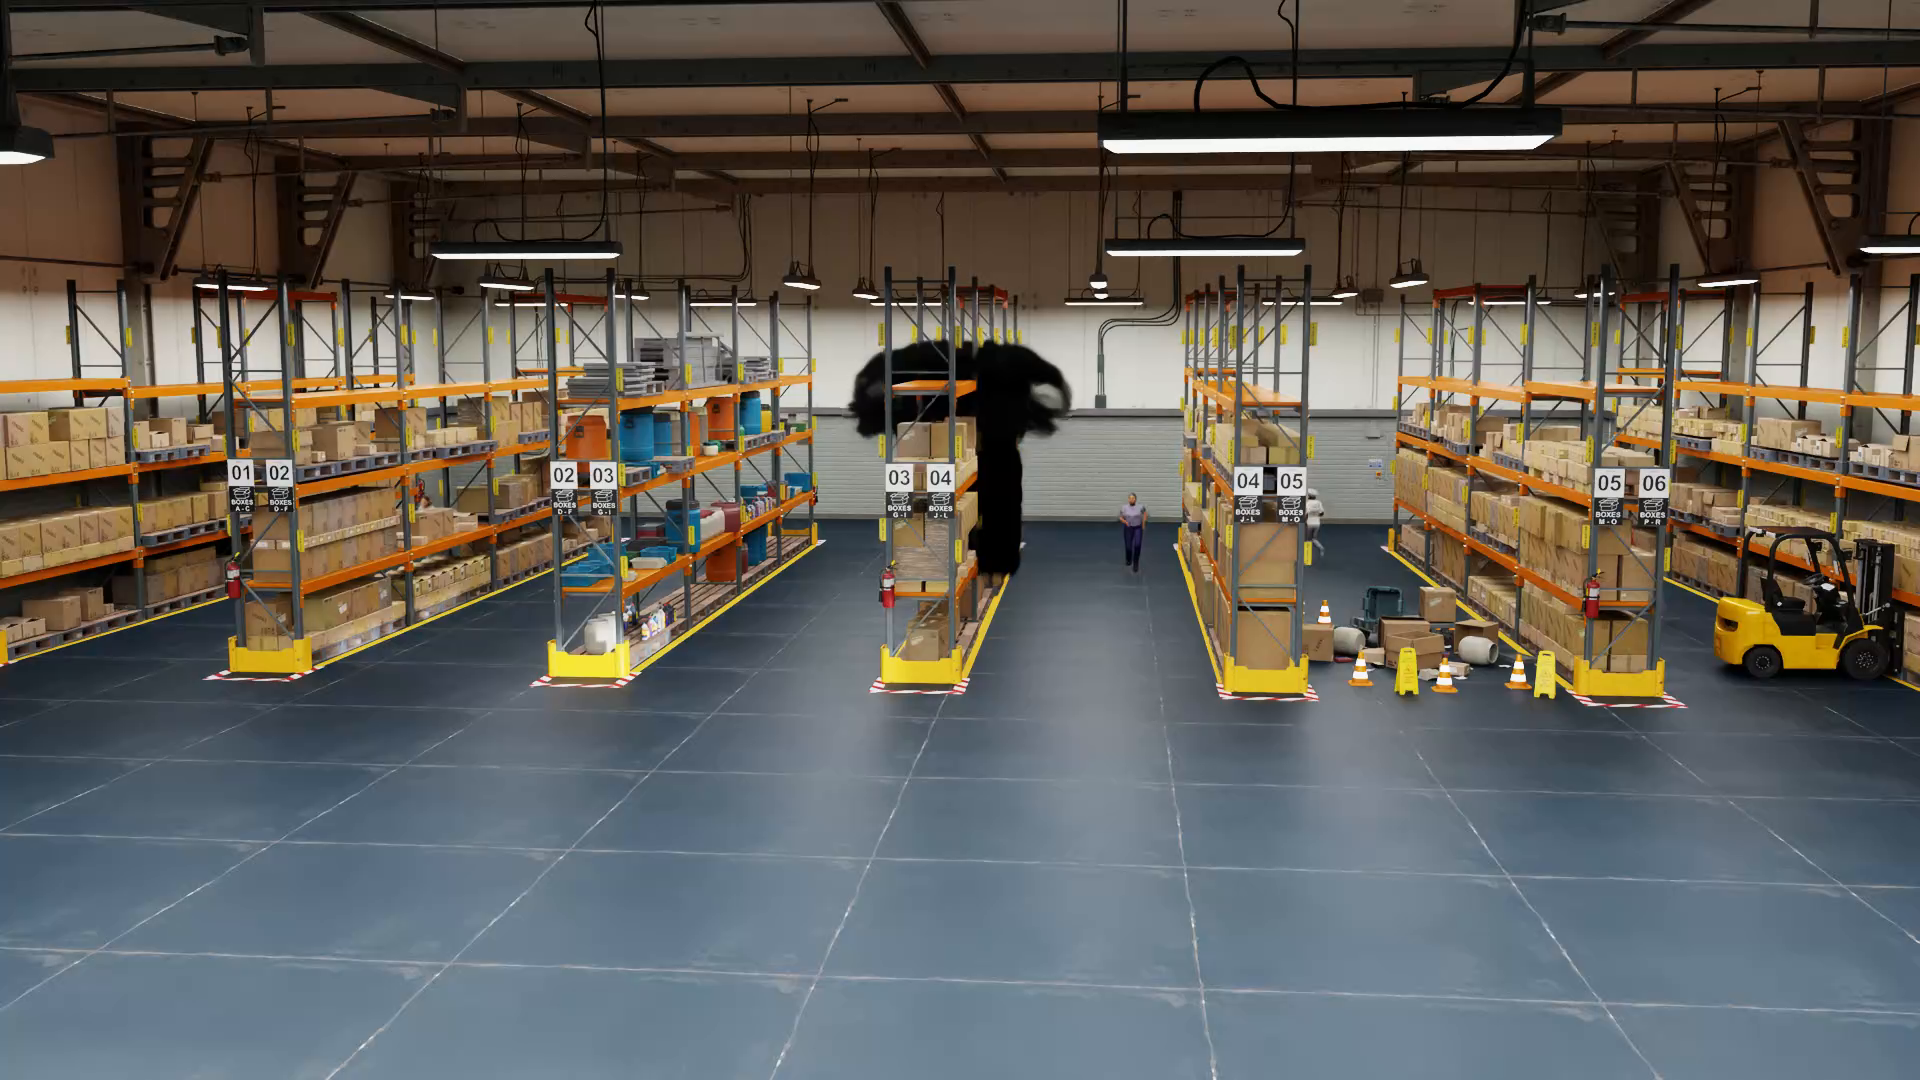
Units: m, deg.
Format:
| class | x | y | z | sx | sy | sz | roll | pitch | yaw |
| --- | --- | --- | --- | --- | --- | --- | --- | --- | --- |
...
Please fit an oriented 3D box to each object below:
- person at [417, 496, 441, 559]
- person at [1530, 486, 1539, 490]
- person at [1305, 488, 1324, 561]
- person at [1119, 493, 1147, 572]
| class | x | y | z | sx | sy | sz | roll | pitch | yaw |
| --- | --- | --- | --- | --- | --- | --- | --- | --- | --- |
| person | -11.540 | -0.182 | 36.261 | 0.539 | 1.614 | 0.786 | 1 | 7 | 7 |
| person | 12.850 | -0.380 | 37.188 | 0.659 | 1.745 | 0.590 | -2 | 7 | -15 |
| person | 7.876 | -0.332 | 37.184 | 0.563 | 1.655 | 0.589 | -3 | 8 | -26 |
| person | 3.594 | -0.176 | 34.588 | 0.556 | 1.636 | 0.759 | 1 | 7 | 12 |
